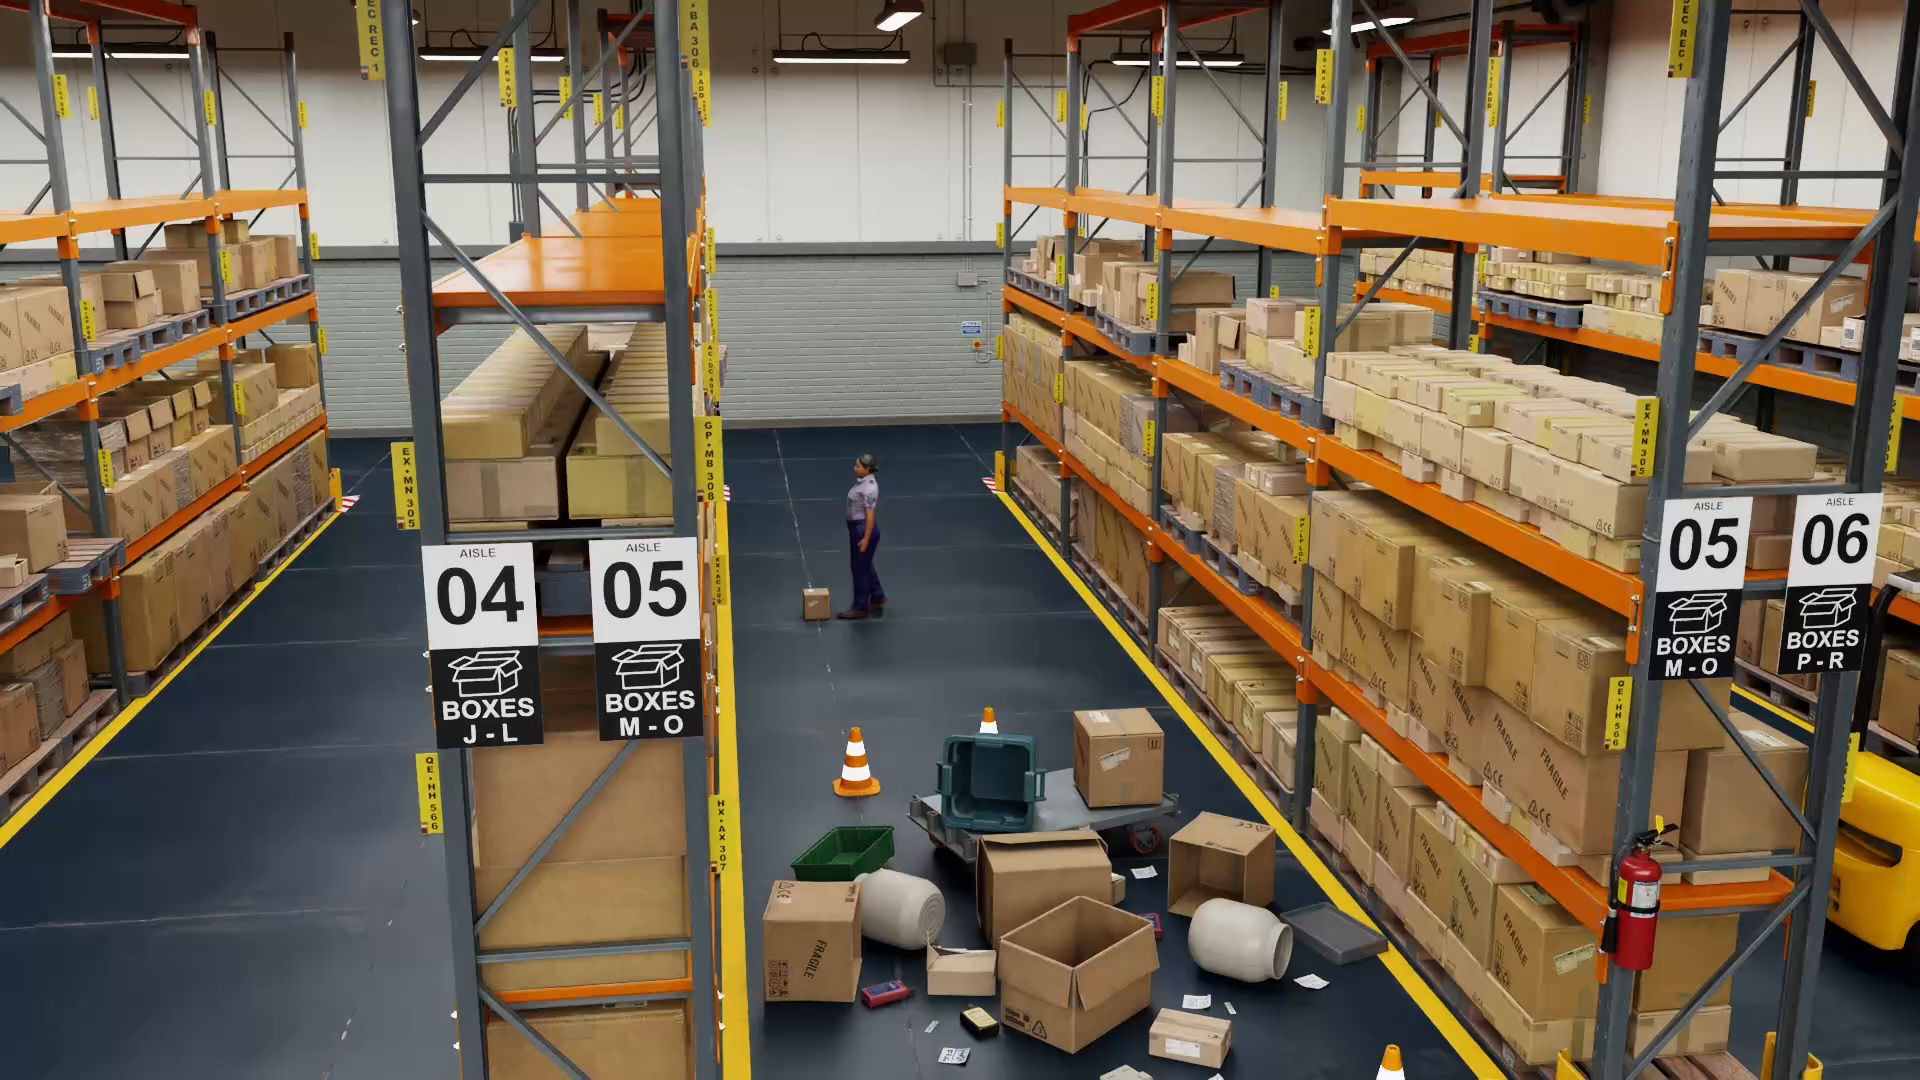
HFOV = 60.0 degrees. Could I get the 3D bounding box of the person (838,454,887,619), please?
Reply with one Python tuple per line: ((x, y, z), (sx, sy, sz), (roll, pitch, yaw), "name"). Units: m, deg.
((-0.986, -0.041, 16.737), (0.529, 1.678, 0.508), (-2, 13, -8), "person")
